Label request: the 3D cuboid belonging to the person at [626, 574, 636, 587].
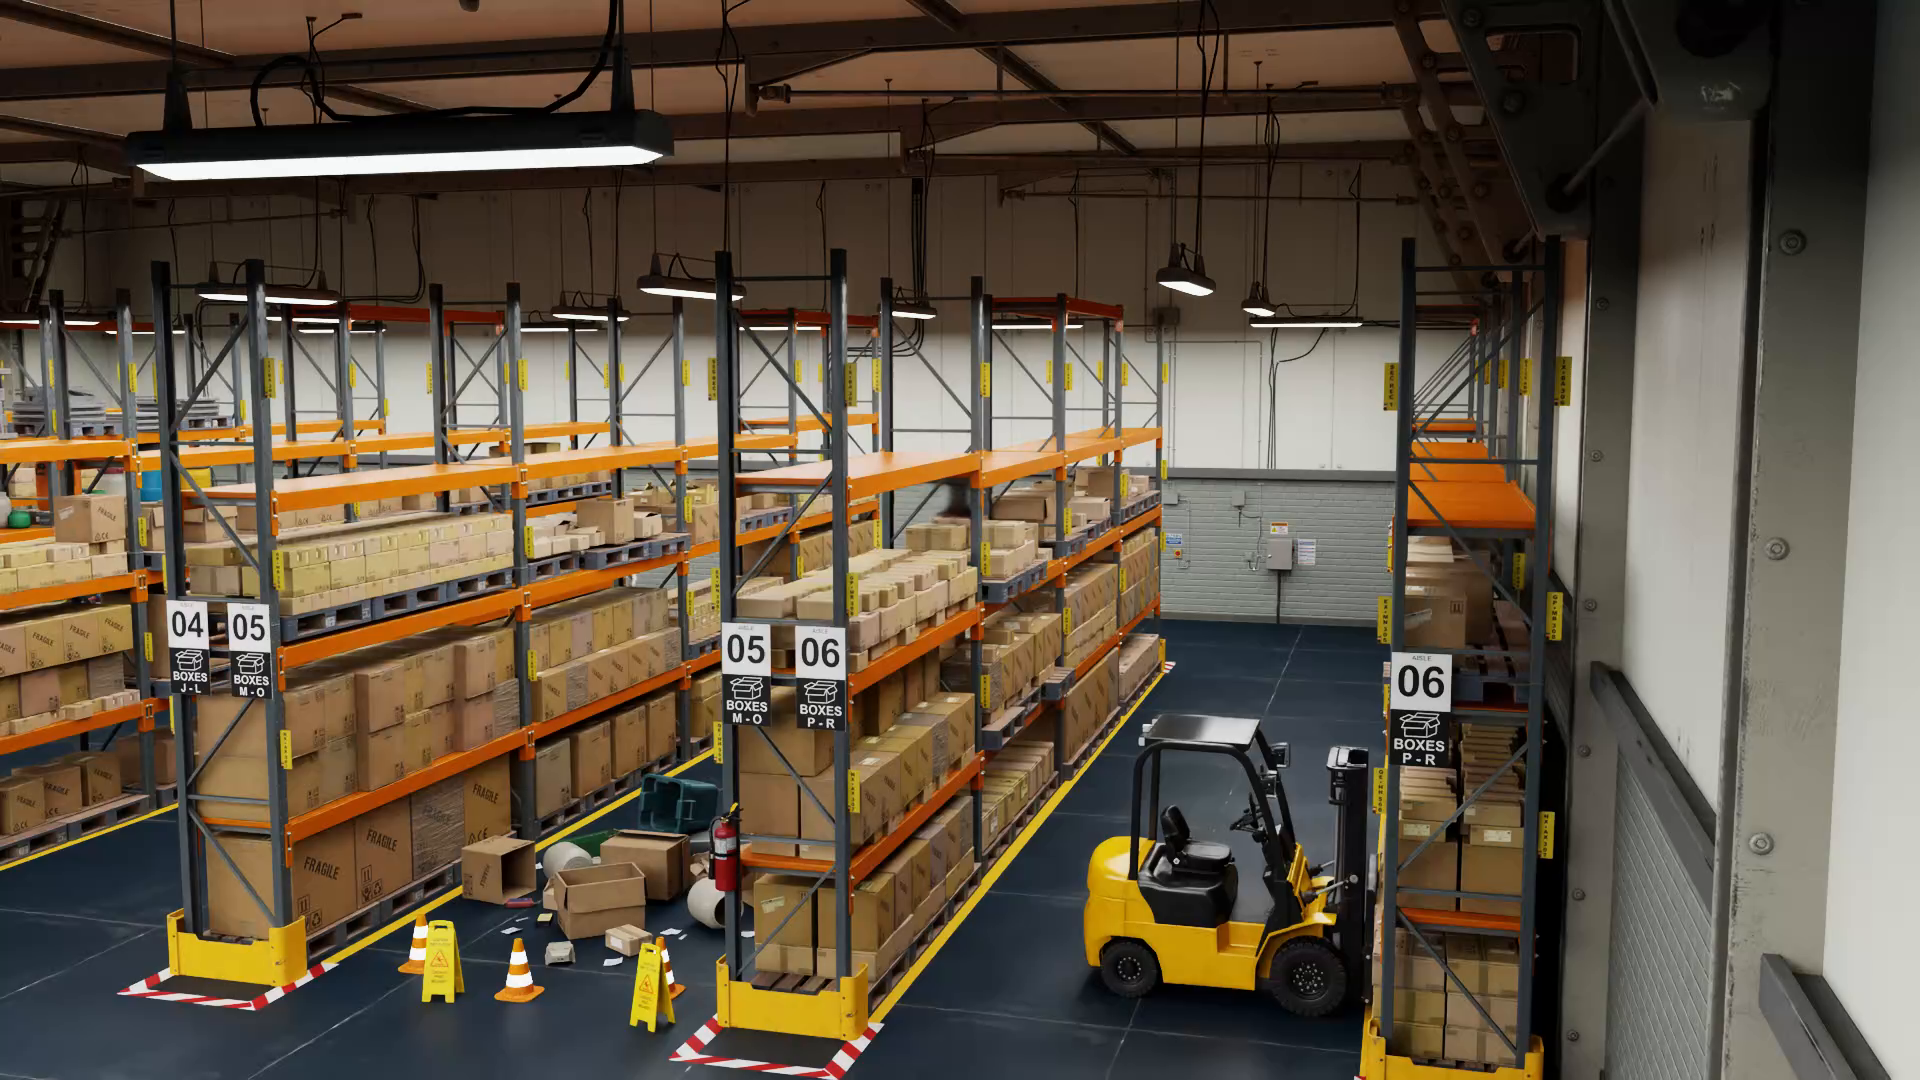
[{"bbox_3d":[-6.754,0.829,33.341,0.537,1.736,0.388,3,7,24],"label":"person"}]
